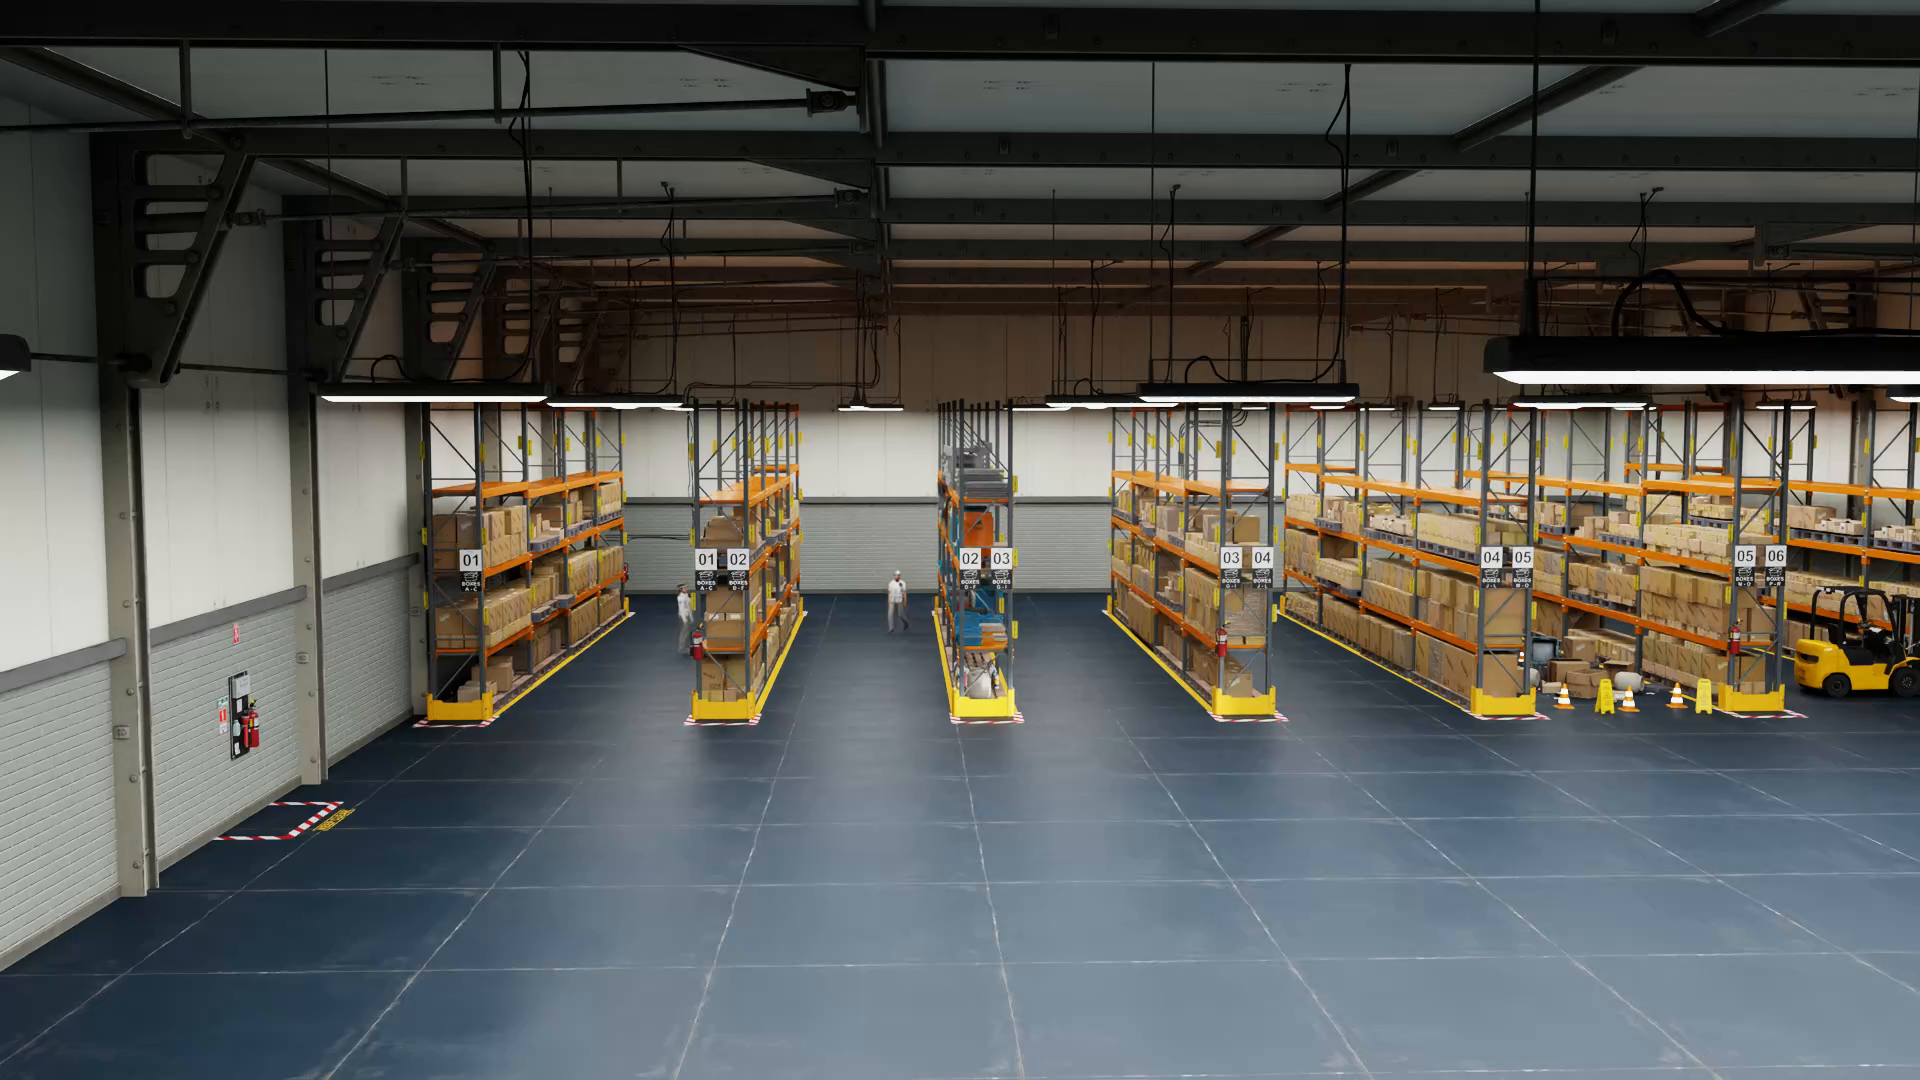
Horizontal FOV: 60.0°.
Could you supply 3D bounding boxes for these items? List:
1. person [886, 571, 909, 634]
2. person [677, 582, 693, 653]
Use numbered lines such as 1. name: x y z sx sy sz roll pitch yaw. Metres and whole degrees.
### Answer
1. person: -1.633 1.610 43.331 0.559 1.612 0.807 1 5 18
2. person: -6.583 1.874 39.895 0.400 1.735 0.510 -1 4 -8
